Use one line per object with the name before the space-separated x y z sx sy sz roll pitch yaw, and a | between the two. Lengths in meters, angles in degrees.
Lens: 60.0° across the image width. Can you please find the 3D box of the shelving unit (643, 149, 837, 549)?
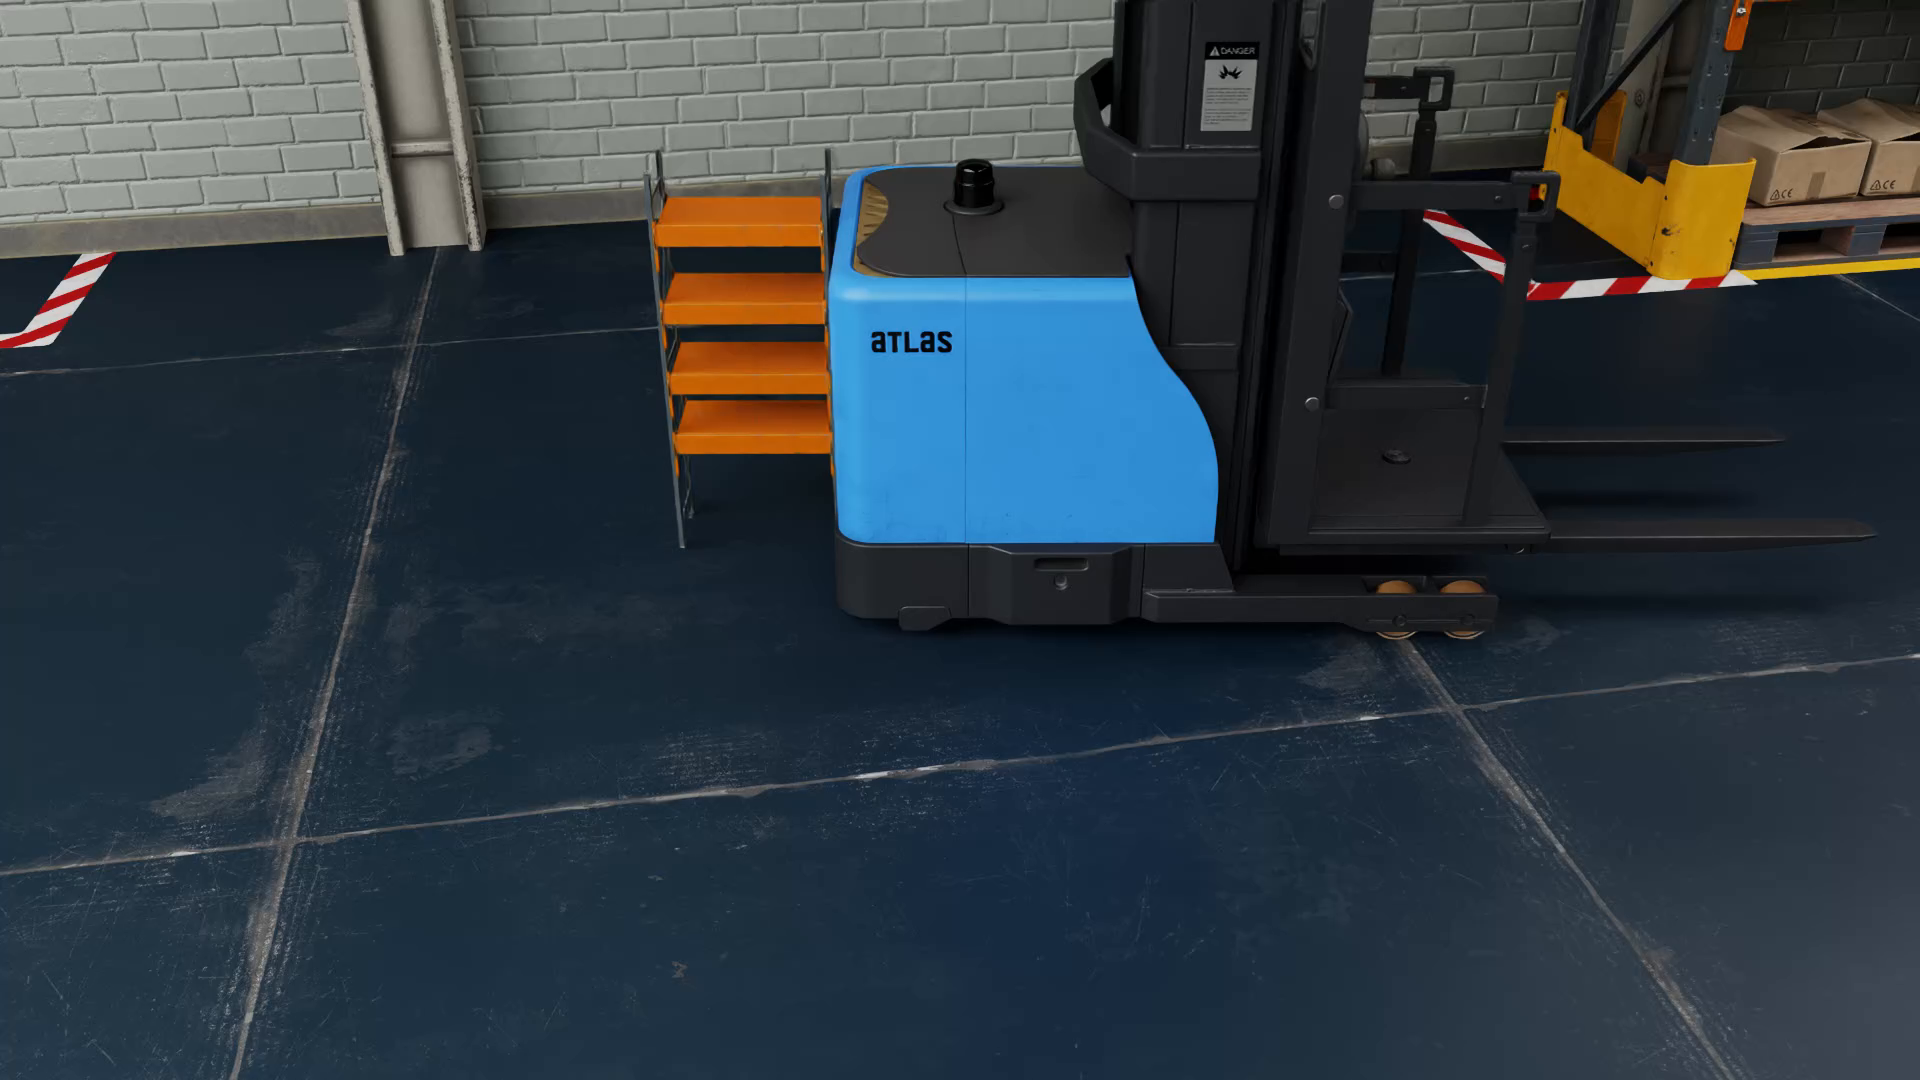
shelving unit | -0.625 -0.551 5.004 0.503 1.200 0.258 0 30 0

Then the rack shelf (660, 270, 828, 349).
rack shelf | -0.625 -0.686 4.924 0.480 0.148 0.258 0 30 0

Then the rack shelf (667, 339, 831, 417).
rack shelf | -0.625 -0.493 5.038 0.480 0.148 0.258 0 30 0

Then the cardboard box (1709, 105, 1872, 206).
cardboard box | 3.700 -1.754 7.493 0.500 0.311 0.500 -9 32 -15

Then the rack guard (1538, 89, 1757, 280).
rack guard | 3.078 -1.635 7.537 0.348 0.500 1.175 -5 31 -9

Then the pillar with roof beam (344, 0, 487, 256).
pillar with roof beam | -1.590 -3.092 1.631 0.400 9.000 9.100 -5 31 -9

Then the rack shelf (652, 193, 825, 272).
rack shelf | -0.625 -0.890 4.805 0.480 0.148 0.258 0 30 0

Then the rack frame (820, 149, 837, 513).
rack frame | -0.381 -0.552 5.005 0.015 1.200 0.240 0 30 0

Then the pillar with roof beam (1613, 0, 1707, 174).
pillar with roof beam | 4.312 -3.640 2.563 0.400 9.000 9.100 -5 31 -9

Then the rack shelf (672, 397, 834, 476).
rack shelf | -0.625 -0.322 5.138 0.480 0.148 0.258 0 30 0

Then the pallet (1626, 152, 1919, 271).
pallet | 3.884 -1.567 7.706 1.213 0.211 1.003 -5 31 -9

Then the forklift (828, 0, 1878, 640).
forklift | 1.156 -1.248 4.482 3.031 2.935 1.130 0 30 0

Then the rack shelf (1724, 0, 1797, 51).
rack shelf | 4.971 -2.578 7.384 4.000 0.370 1.077 -5 31 -9

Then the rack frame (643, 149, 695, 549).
rack frame | -0.869 -0.550 5.002 0.015 1.200 0.240 0 30 0

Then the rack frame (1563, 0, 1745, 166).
rack frame | 3.004 -2.705 6.892 0.127 3.000 1.000 -5 31 -9

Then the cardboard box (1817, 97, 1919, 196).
cardboard box | 4.261 -1.806 7.581 0.500 0.311 0.500 -3 31 -5
